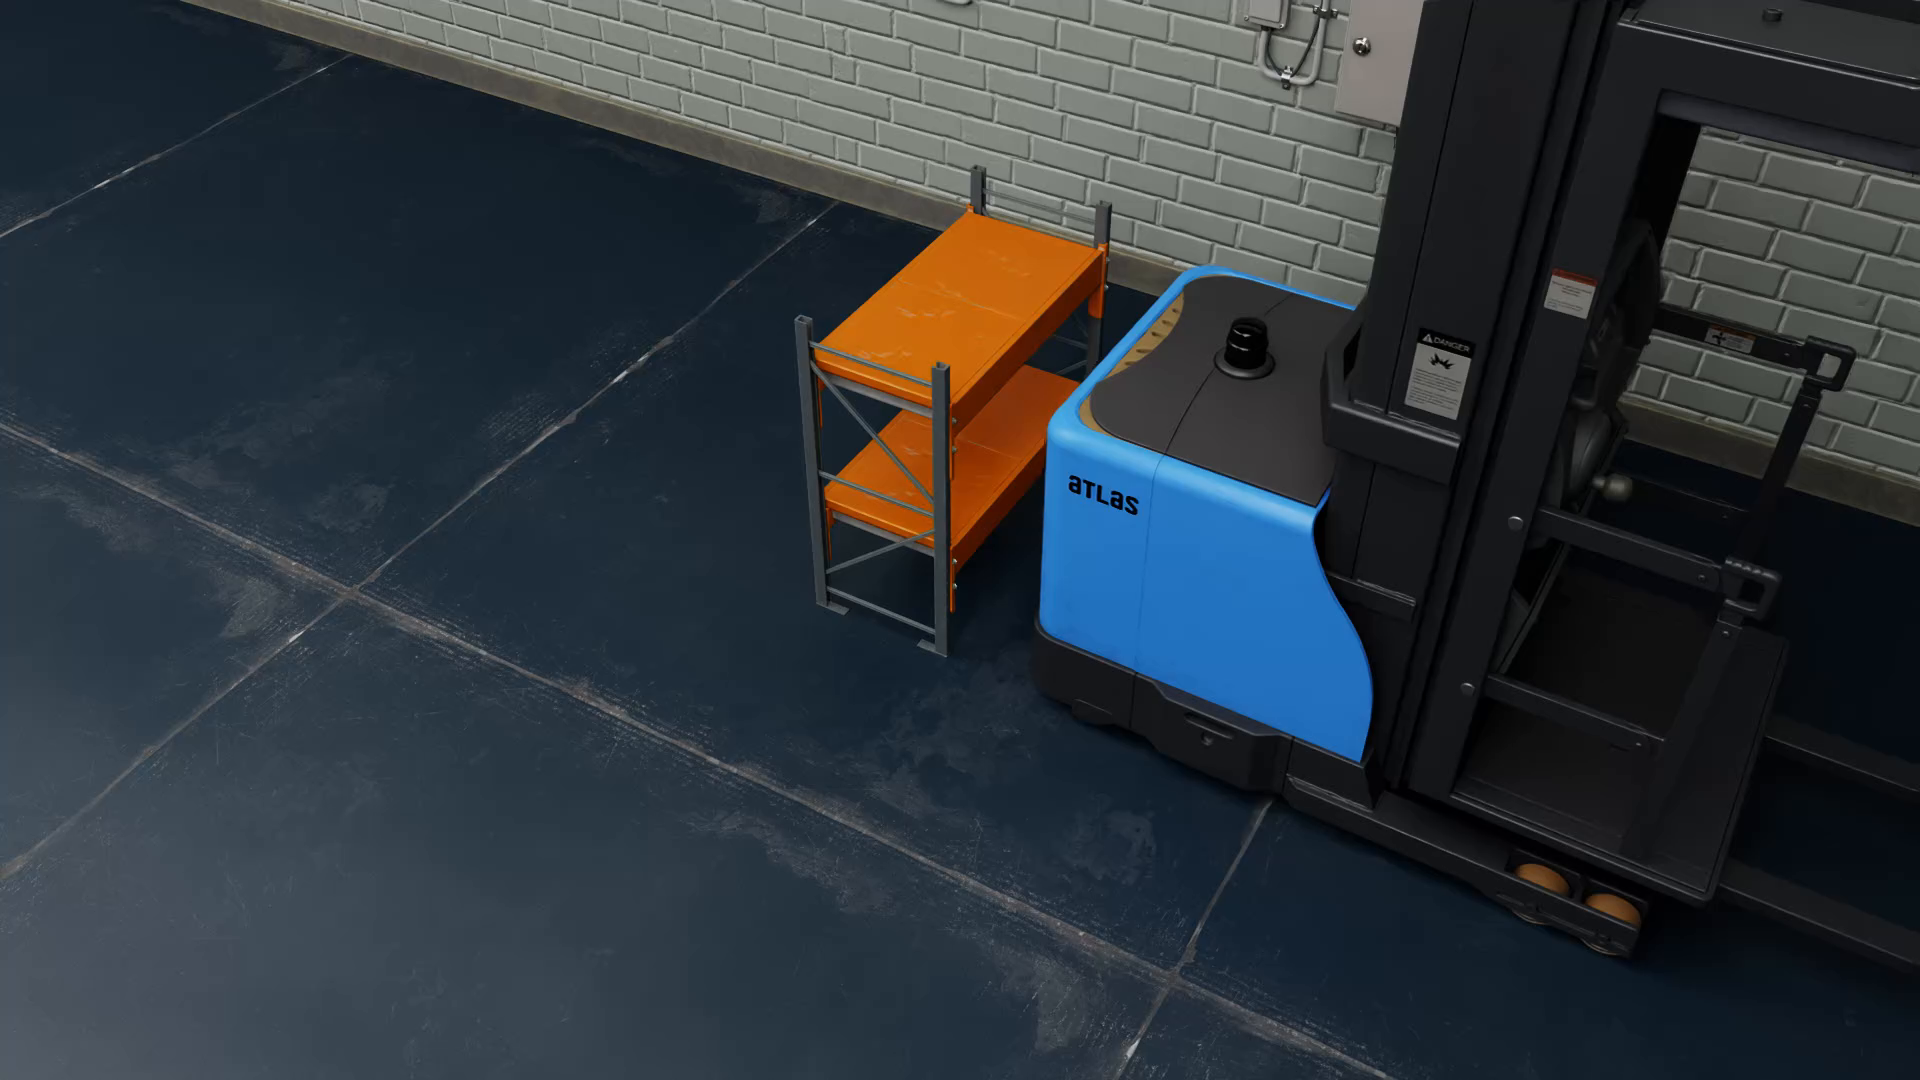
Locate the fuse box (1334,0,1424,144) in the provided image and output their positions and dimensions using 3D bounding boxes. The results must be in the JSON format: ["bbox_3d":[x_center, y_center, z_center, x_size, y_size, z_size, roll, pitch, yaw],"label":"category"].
[{"bbox_3d":[1.555,-1.234,5.856,0.539,1.711,0.414,21,45,22],"label":"fuse box"}]

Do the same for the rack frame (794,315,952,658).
[{"bbox_3d":[-0.251,-0.135,5.052,0.500,1.125,0.032,21,45,22],"label":"rack frame"}]

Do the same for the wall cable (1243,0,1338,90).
[{"bbox_3d":[1.044,-2.414,5.453,0.588,1.984,0.122,21,45,22],"label":"wall cable"}]

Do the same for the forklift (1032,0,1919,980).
[{"bbox_3d":[1.754,-0.389,3.974,3.031,2.935,1.130,21,46,23],"label":"forklift"}]

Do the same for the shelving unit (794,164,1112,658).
[{"bbox_3d":[0.003,-0.426,5.383,0.538,1.125,1.048,21,45,22],"label":"shelving unit"}]

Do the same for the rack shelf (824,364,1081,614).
[{"bbox_3d":[0.003,-0.243,5.544,0.538,0.278,1.000,21,45,22],"label":"rack shelf"}]

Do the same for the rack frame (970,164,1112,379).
[{"bbox_3d":[0.258,-0.717,5.713,0.500,1.125,0.032,21,45,22],"label":"rack frame"}]

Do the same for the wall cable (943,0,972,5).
[{"bbox_3d":[-0.190,-2.889,5.968,0.585,1.953,0.123,21,45,22],"label":"wall cable"}]

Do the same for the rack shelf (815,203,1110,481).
[{"bbox_3d":[0.003,-0.646,5.189,0.538,0.278,1.000,21,45,22],"label":"rack shelf"}]
